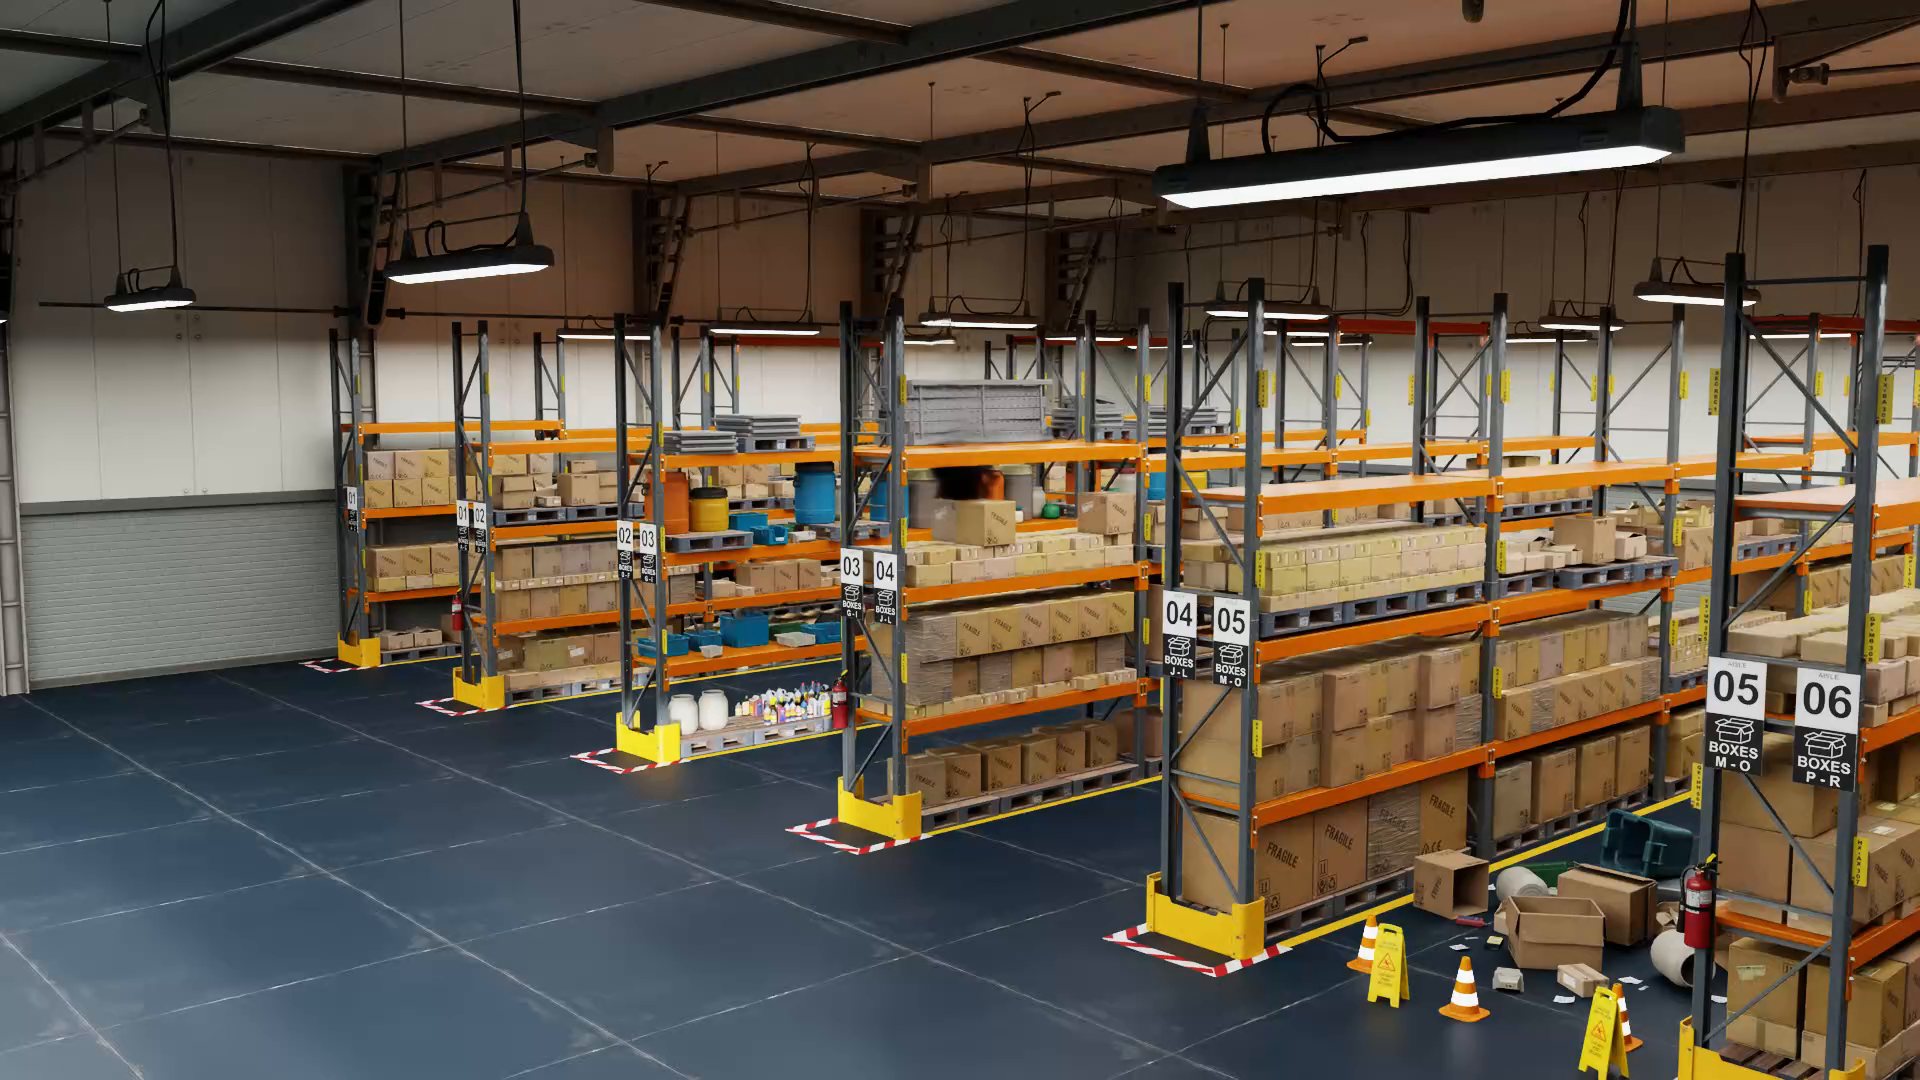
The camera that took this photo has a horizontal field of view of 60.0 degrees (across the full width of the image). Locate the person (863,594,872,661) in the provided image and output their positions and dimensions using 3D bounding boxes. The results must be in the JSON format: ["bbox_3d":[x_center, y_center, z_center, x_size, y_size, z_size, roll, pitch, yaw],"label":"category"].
[{"bbox_3d":[-1.613,1.534,27.590,0.649,1.780,0.939,6,8,44],"label":"person"}]

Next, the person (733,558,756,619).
[{"bbox_3d":[-4.118,1.190,32.357,0.545,1.634,0.758,4,7,34],"label":"person"}]
